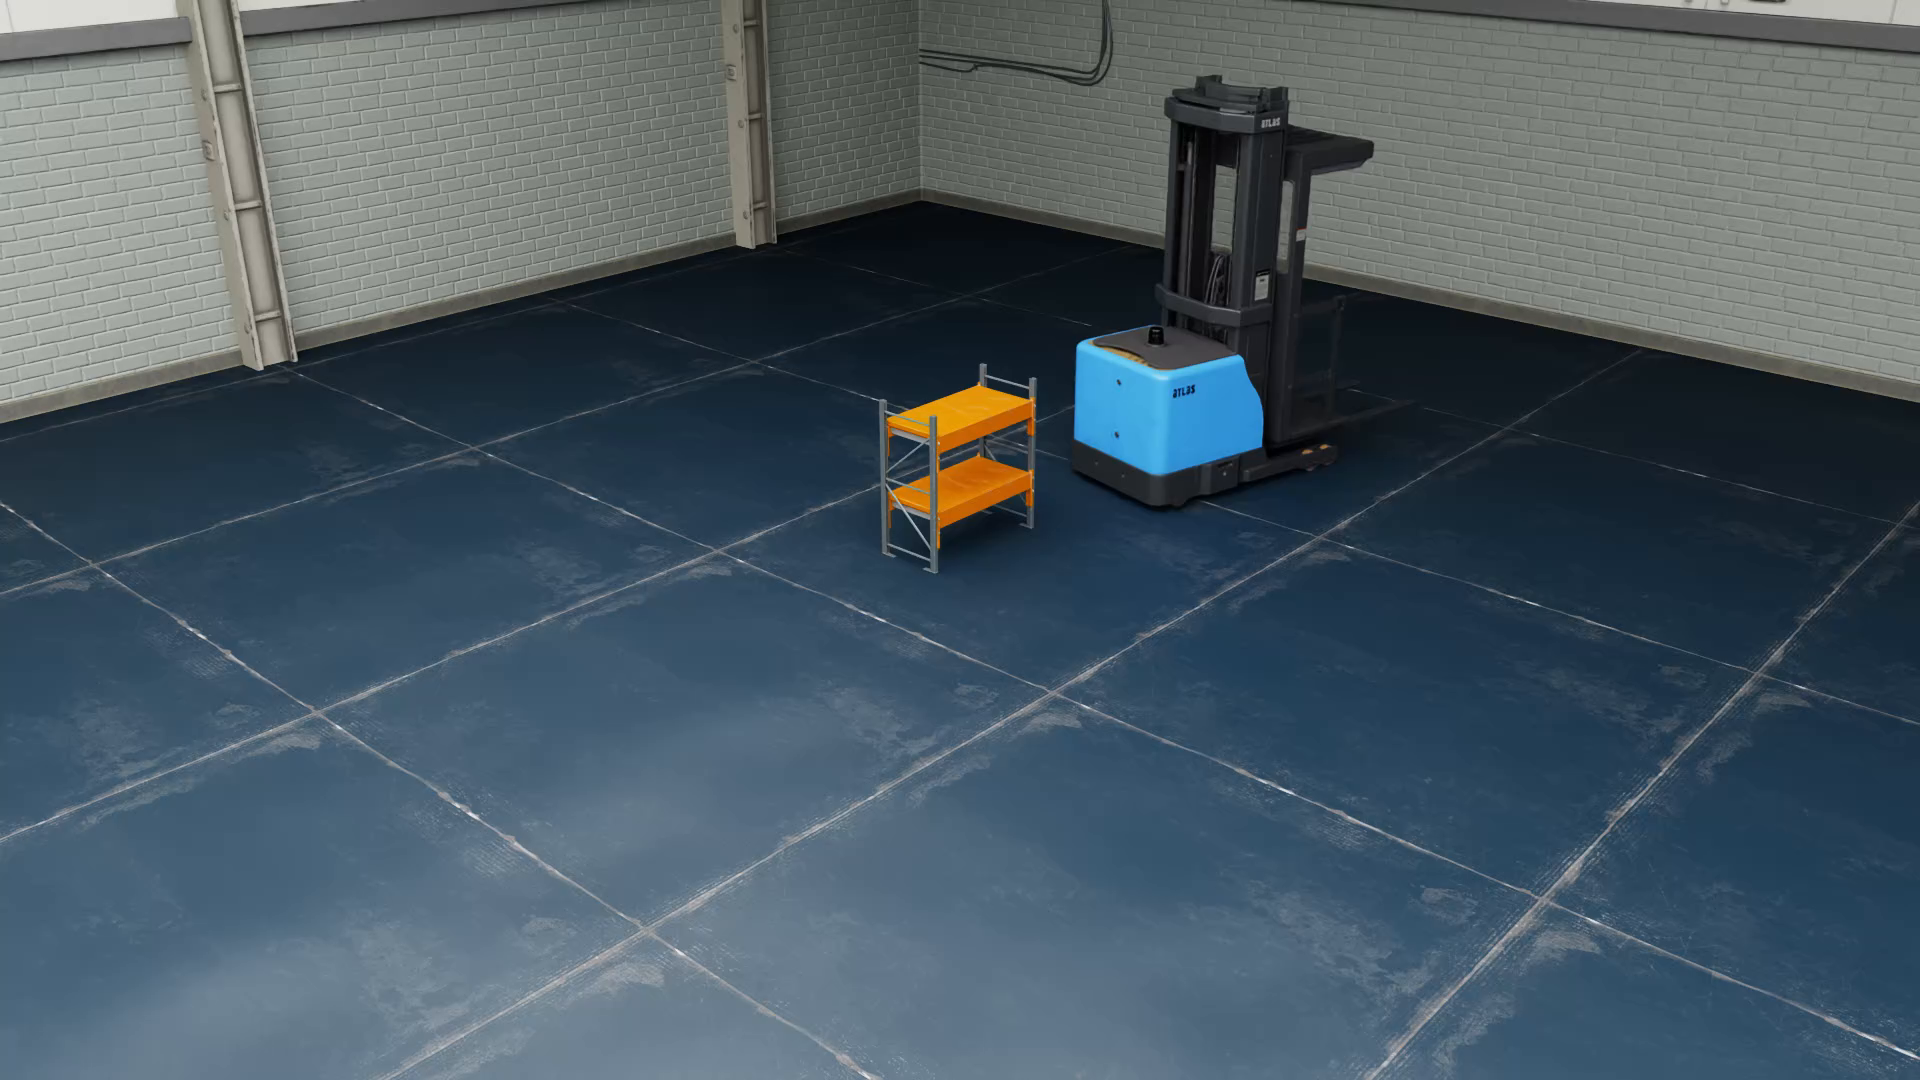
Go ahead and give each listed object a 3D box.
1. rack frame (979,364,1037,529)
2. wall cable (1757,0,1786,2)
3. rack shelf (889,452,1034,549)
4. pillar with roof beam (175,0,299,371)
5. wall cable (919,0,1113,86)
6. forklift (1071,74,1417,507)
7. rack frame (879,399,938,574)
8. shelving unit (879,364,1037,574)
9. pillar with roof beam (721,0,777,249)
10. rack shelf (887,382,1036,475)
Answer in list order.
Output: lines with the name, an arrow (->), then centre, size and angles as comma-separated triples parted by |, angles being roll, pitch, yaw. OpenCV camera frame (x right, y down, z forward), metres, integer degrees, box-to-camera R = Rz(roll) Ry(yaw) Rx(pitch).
rack frame -> 0.335, -0.666, 11.861 | 0.500, 1.125, 0.032 | 20, 31, 38
wall cable -> 7.617, -7.075, 12.373 | 2.305, 6.003, 0.169 | 20, 31, 38
rack shelf -> -0.005, -0.288, 11.615 | 0.538, 0.278, 1.000 | 20, 31, 38
pillar with roof beam -> -3.192, -4.580, 10.966 | 9.100, 9.000, 0.400 | 20, 31, 38
wall cable -> 0.558, -6.703, 19.496 | 3.097, 2.526, 0.112 | 20, 31, 38
forklift -> 2.355, -2.034, 12.704 | 3.031, 2.935, 1.130 | -16, 29, -32
rack frame -> -0.344, -0.356, 11.170 | 0.500, 1.125, 0.032 | 20, 31, 38
shelving unit -> -0.005, -0.511, 11.515 | 0.538, 1.125, 1.048 | 20, 31, 38
pillar with roof beam -> 0.813, -6.408, 15.043 | 9.100, 9.000, 0.400 | 20, 31, 38
rack shelf -> -0.005, -0.778, 11.396 | 0.538, 0.278, 1.000 | 20, 31, 38
